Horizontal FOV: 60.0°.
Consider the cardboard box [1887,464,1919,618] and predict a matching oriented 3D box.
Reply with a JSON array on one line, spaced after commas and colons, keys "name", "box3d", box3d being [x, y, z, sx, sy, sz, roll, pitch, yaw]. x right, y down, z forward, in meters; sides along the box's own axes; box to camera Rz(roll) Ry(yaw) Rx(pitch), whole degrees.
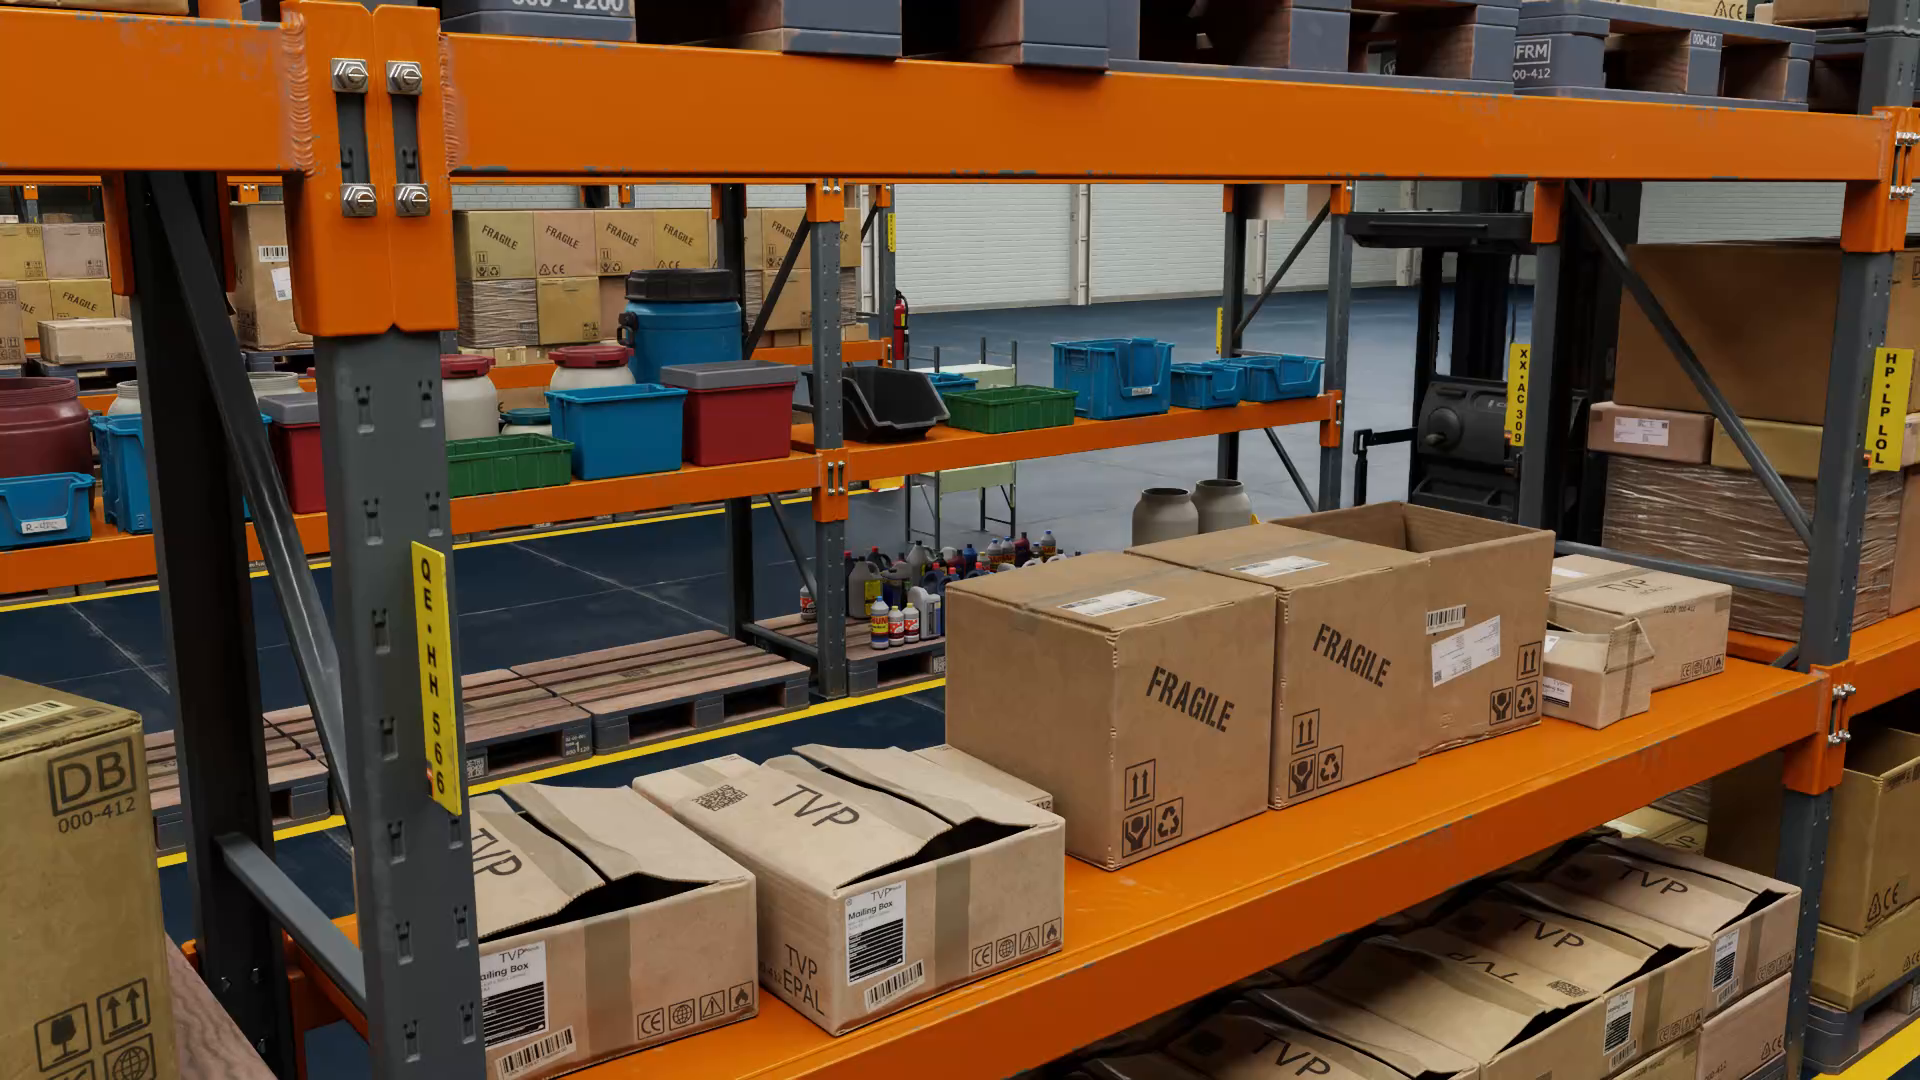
[{"name": "cardboard box", "box3d": [2.891, -0.087, 5.576, 0.500, 0.500, 0.700, -10, 15, -38]}]

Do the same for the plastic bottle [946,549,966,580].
[{"name": "plastic bottle", "box3d": [-0.030, 0.199, 9.949, 0.133, 0.283, 0.061, -9, 15, -38]}]

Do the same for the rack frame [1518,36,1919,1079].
[{"name": "rack frame", "box3d": [2.140, 0.090, 4.984, 0.127, 3.000, 1.000, -9, 15, -38]}]

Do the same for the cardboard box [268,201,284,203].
[{"name": "cardboard box", "box3d": [-8.586, -4.036, 21.050, 0.500, 0.500, 0.700, -10, 15, -38]}]

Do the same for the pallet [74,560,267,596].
[{"name": "pallet", "box3d": [-5.606, 0.107, 11.616, 1.213, 0.211, 1.003, -9, 15, -38]}]

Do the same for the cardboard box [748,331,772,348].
[{"name": "cardboard box", "box3d": [-1.800, -1.714, 14.085, 0.250, 0.149, 0.380, -9, 15, -38]}]

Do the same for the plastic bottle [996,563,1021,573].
[{"name": "plastic bottle", "box3d": [0.305, 0.265, 9.656, 0.135, 0.276, 0.152, -9, 15, -38]}]

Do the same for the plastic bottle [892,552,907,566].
[{"name": "plastic bottle", "box3d": [-0.377, 0.216, 9.868, 0.133, 0.283, 0.061, -8, 14, -34]}]

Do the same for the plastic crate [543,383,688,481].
[{"name": "plastic crate", "box3d": [-1.618, -0.513, 7.859, 0.575, 0.384, 0.392, -9, 15, -38]}]

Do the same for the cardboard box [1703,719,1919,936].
[{"name": "cardboard box", "box3d": [2.698, 0.853, 5.192, 0.500, 0.500, 0.500, -9, 15, -38]}]

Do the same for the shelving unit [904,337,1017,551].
[{"name": "shelving unit", "box3d": [0.005, -0.735, 12.477, 0.755, 1.500, 0.431, -9, 15, -38]}]

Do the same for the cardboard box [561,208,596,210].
[{"name": "cardboard box", "box3d": [-3.085, -2.434, 13.504, 0.500, 0.500, 0.500, -9, 15, -38]}]

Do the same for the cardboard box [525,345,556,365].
[{"name": "cardboard box", "box3d": [-3.308, -1.441, 12.797, 0.250, 0.149, 0.380, -9, 15, -38]}]

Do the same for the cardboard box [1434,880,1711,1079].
[{"name": "cardboard box", "box3d": [1.601, 1.123, 4.378, 0.500, 0.311, 0.500, -9, 15, -36]}]

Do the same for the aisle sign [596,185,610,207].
[{"name": "aisle sign", "box3d": [-4.074, -4.183, 18.850, 0.004, 0.787, 0.394, -9, 15, -38]}]

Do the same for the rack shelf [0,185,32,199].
[{"name": "rack shelf", "box3d": [-14.902, -4.785, 22.452, 4.000, 0.370, 1.077, -9, 15, -38]}]

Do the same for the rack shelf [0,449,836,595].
[{"name": "rack shelf", "box3d": [-2.513, -0.103, 7.622, 4.000, 0.370, 1.077, -9, 15, -38]}]

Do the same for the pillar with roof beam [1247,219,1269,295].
[{"name": "pillar with roof beam", "box3d": [10.107, -9.855, 37.373, 0.548, 9.000, 9.100, -9, 15, -38]}]

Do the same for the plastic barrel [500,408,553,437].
[{"name": "plastic barrel", "box3d": [-2.081, -0.499, 8.092, 0.301, 0.262, 0.301, 0, 12, 0]}]

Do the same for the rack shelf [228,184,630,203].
[{"name": "rack shelf", "box3d": [-5.503, -3.710, 17.388, 4.000, 0.370, 1.077, -9, 15, -38]}]

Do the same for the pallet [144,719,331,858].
[{"name": "pallet", "box3d": [-3.446, 1.075, 7.058, 1.213, 0.211, 1.003, -9, 15, -38]}]

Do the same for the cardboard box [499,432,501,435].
[{"name": "cardboard box", "box3d": [-3.708, -0.545, 12.982, 0.500, 0.500, 0.500, -10, 16, -39]}]

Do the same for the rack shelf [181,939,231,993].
[{"name": "rack shelf", "box3d": [-2.545, 1.220, 1.392, 4.000, 0.370, 1.077, -9, 15, -38]}]

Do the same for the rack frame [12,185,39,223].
[{"name": "rack frame", "box3d": [-13.340, -3.929, 23.911, 0.127, 3.000, 1.000, -9, 15, -38]}]

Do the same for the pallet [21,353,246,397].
[{"name": "pallet", "box3d": [-5.649, -1.168, 11.369, 1.213, 0.211, 1.003, -9, 15, -38]}]

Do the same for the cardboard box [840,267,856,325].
[{"name": "cardboard box", "box3d": [-1.369, -2.164, 14.640, 0.500, 0.500, 0.875, -9, 15, -38]}]

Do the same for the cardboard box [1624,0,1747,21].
[{"name": "cardboard box", "box3d": [1.653, -1.431, 4.275, 0.500, 0.250, 0.500, -8, 14, -32]}]

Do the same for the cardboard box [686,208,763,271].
[{"name": "cardboard box", "box3d": [-1.976, -2.478, 13.713, 0.500, 0.500, 0.500, -9, 15, -38]}]

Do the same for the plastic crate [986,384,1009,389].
[{"name": "plastic crate", "box3d": [0.158, -0.837, 9.982, 0.437, 0.136, 0.530, -9, 15, -38]}]

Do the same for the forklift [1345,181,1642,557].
[{"name": "forklift", "box3d": [2.652, -0.641, 8.591, 3.031, 2.935, 1.130, -9, 15, -36]}]

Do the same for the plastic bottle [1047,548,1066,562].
[{"name": "plastic bottle", "box3d": [0.563, 0.225, 9.664, 0.185, 0.351, 0.144, -9, 15, -35]}]

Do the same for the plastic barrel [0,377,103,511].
[{"name": "plastic barrel", "box3d": [-3.902, -0.371, 6.826, 0.708, 0.536, 0.600, -9, 15, -38]}]

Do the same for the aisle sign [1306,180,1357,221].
[{"name": "aisle sign", "box3d": [2.414, -2.466, 10.761, 0.004, 0.787, 0.394, -9, 15, -38]}]

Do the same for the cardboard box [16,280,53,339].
[{"name": "cardboard box", "box3d": [-8.490, -2.075, 14.940, 0.500, 0.500, 0.500, -10, 15, -38]}]

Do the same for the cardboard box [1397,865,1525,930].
[{"name": "cardboard box", "box3d": [1.268, 1.033, 4.803, 0.500, 0.311, 0.500, -10, 15, -38]}]

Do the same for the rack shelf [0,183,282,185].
[{"name": "rack shelf", "box3d": [-5.607, -2.373, 11.094, 4.000, 0.370, 1.077, -9, 15, -38]}]

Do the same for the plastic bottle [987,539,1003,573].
[{"name": "plastic bottle", "box3d": [0.216, 0.129, 10.311, 0.097, 0.271, 0.097, 0, 12, 0]}]

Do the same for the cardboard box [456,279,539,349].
[{"name": "cardboard box", "box3d": [-3.655, -1.760, 12.739, 0.500, 0.500, 0.875, -9, 15, -38]}]

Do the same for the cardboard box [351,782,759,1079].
[{"name": "cardboard box", "box3d": [-0.672, 0.612, 2.737, 0.500, 0.311, 0.500, -8, 15, -34]}]

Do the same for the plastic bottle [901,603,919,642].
[{"name": "plastic bottle", "box3d": [-0.270, 0.443, 8.998, 0.097, 0.201, 0.097, 0, 12, 0]}]

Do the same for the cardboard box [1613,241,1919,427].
[{"name": "cardboard box", "box3d": [2.483, -0.652, 5.114, 0.500, 0.500, 0.700, -9, 15, -37]}]

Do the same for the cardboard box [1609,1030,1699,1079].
[{"name": "cardboard box", "box3d": [1.601, 1.396, 4.443, 0.500, 0.250, 0.500, -10, 15, -39]}]

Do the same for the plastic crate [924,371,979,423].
[{"name": "plastic crate", "box3d": [-0.257, -0.829, 9.668, 0.616, 0.251, 0.499, -9, 15, -38]}]

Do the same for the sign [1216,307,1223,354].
[{"name": "sign", "box3d": [1.832, -1.458, 11.608, 0.005, 0.325, 0.100, -9, 15, -38]}]

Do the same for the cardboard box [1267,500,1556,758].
[{"name": "cardboard box", "box3d": [1.119, 0.206, 4.194, 0.500, 0.500, 0.500, -8, 14, -34]}]

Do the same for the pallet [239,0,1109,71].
[{"name": "pallet", "box3d": [-0.509, -0.868, 2.730, 1.003, 0.211, 1.213, -9, 15, -35]}]

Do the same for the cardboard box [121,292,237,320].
[{"name": "cardboard box", "box3d": [-5.341, -1.533, 11.368, 0.637, 0.503, 0.797, -8, 14, -32]}]

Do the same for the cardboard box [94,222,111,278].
[{"name": "cardboard box", "box3d": [-7.850, -2.740, 15.665, 0.500, 0.500, 0.700, -10, 15, -39]}]
